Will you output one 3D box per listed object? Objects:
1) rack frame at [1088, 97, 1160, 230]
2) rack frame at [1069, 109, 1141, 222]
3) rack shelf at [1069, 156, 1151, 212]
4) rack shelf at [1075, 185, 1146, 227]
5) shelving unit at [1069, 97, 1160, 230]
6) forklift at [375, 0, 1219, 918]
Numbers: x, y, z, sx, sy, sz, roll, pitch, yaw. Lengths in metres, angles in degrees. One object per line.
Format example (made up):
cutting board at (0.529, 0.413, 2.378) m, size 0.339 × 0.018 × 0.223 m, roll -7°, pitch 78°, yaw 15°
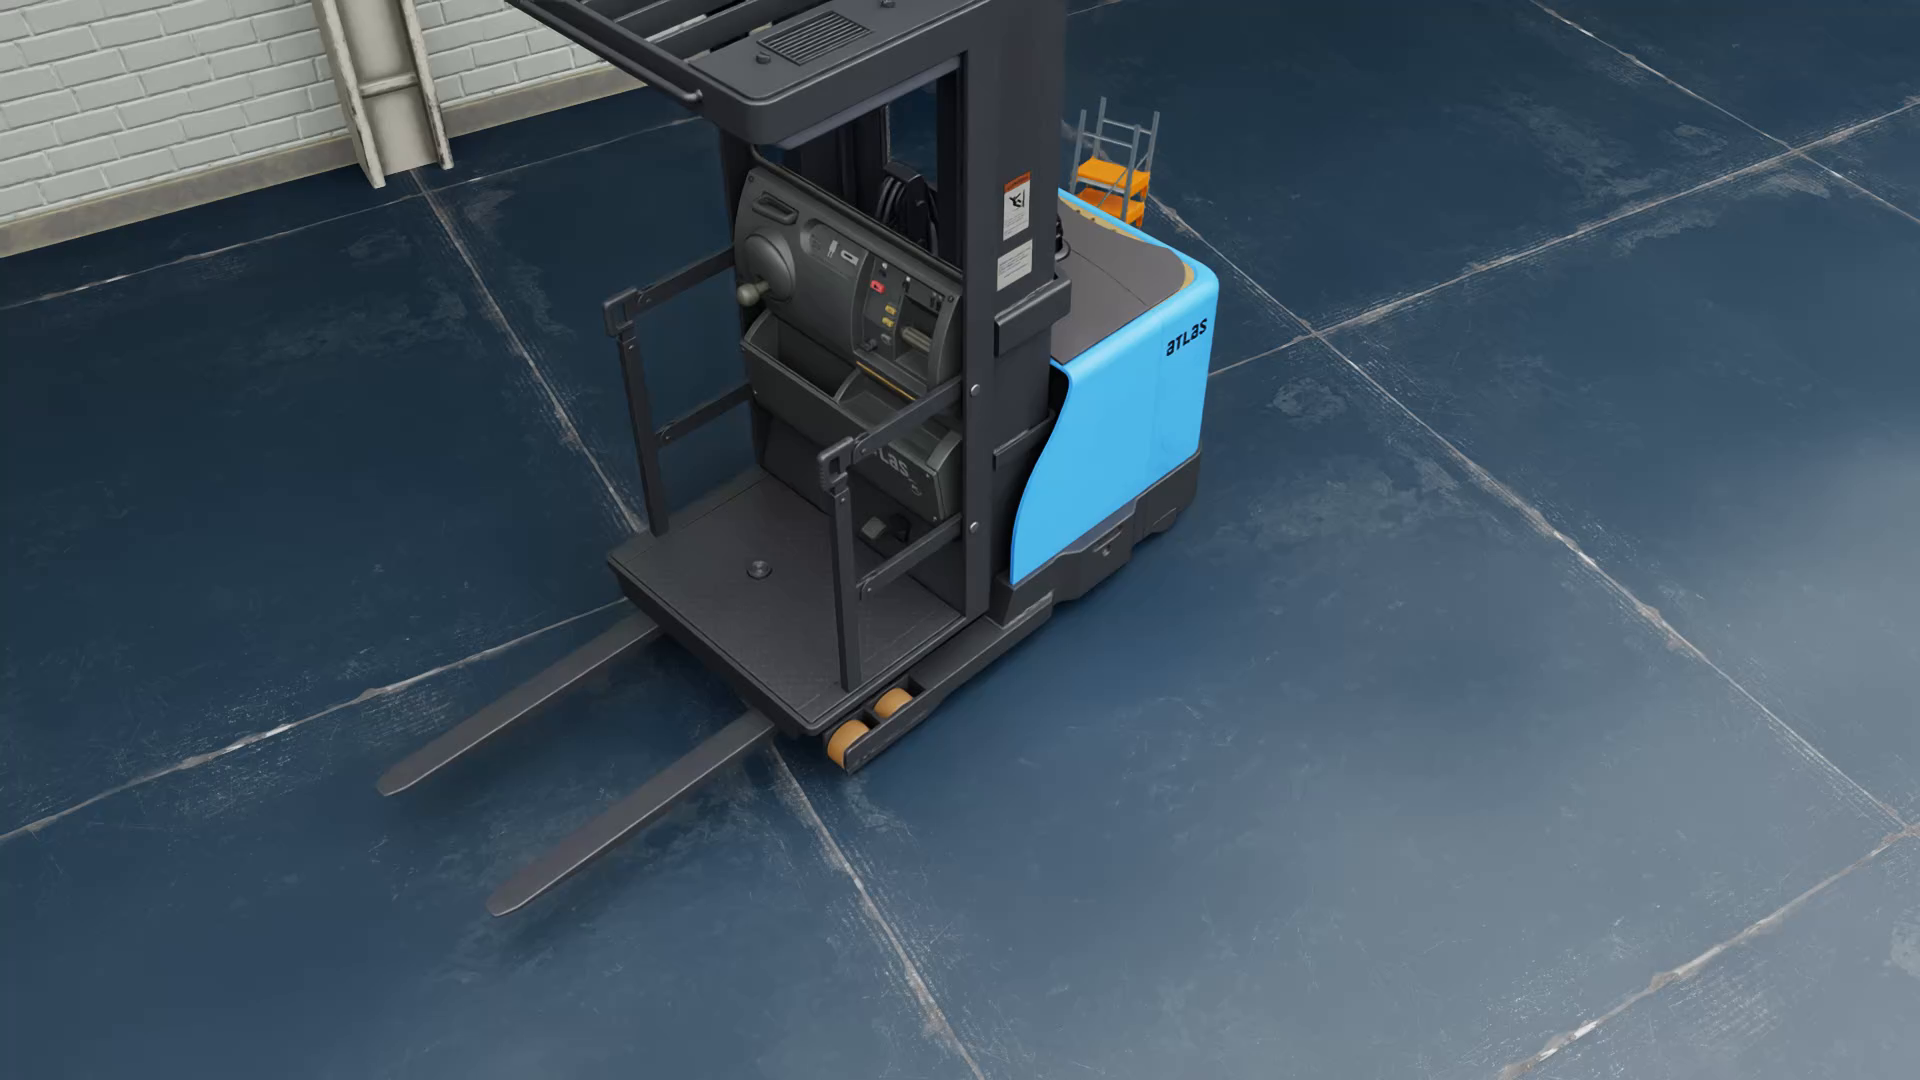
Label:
rack frame at (0.582, -1.140, 6.579) m, size 0.240 × 1.200 × 0.006 m, roll 21°, pitch 36°, yaw 20°
rack frame at (0.496, -1.056, 6.440) m, size 0.240 × 1.200 × 0.006 m, roll 21°, pitch 36°, yaw 20°
rack shelf at (0.569, -1.358, 6.334) m, size 0.258 × 0.103 × 0.180 m, roll 21°, pitch 36°, yaw 20°
rack shelf at (0.558, -1.259, 6.401) m, size 0.258 × 0.103 × 0.180 m, roll 21°, pitch 36°, yaw 20°
shelving unit at (0.539, -1.098, 6.509) m, size 0.258 × 1.200 × 0.189 m, roll 21°, pitch 36°, yaw 20°
forklift at (-0.502, -0.706, 4.873) m, size 3.031 × 2.935 × 1.130 m, roll -35°, pitch 54°, yaw -30°
